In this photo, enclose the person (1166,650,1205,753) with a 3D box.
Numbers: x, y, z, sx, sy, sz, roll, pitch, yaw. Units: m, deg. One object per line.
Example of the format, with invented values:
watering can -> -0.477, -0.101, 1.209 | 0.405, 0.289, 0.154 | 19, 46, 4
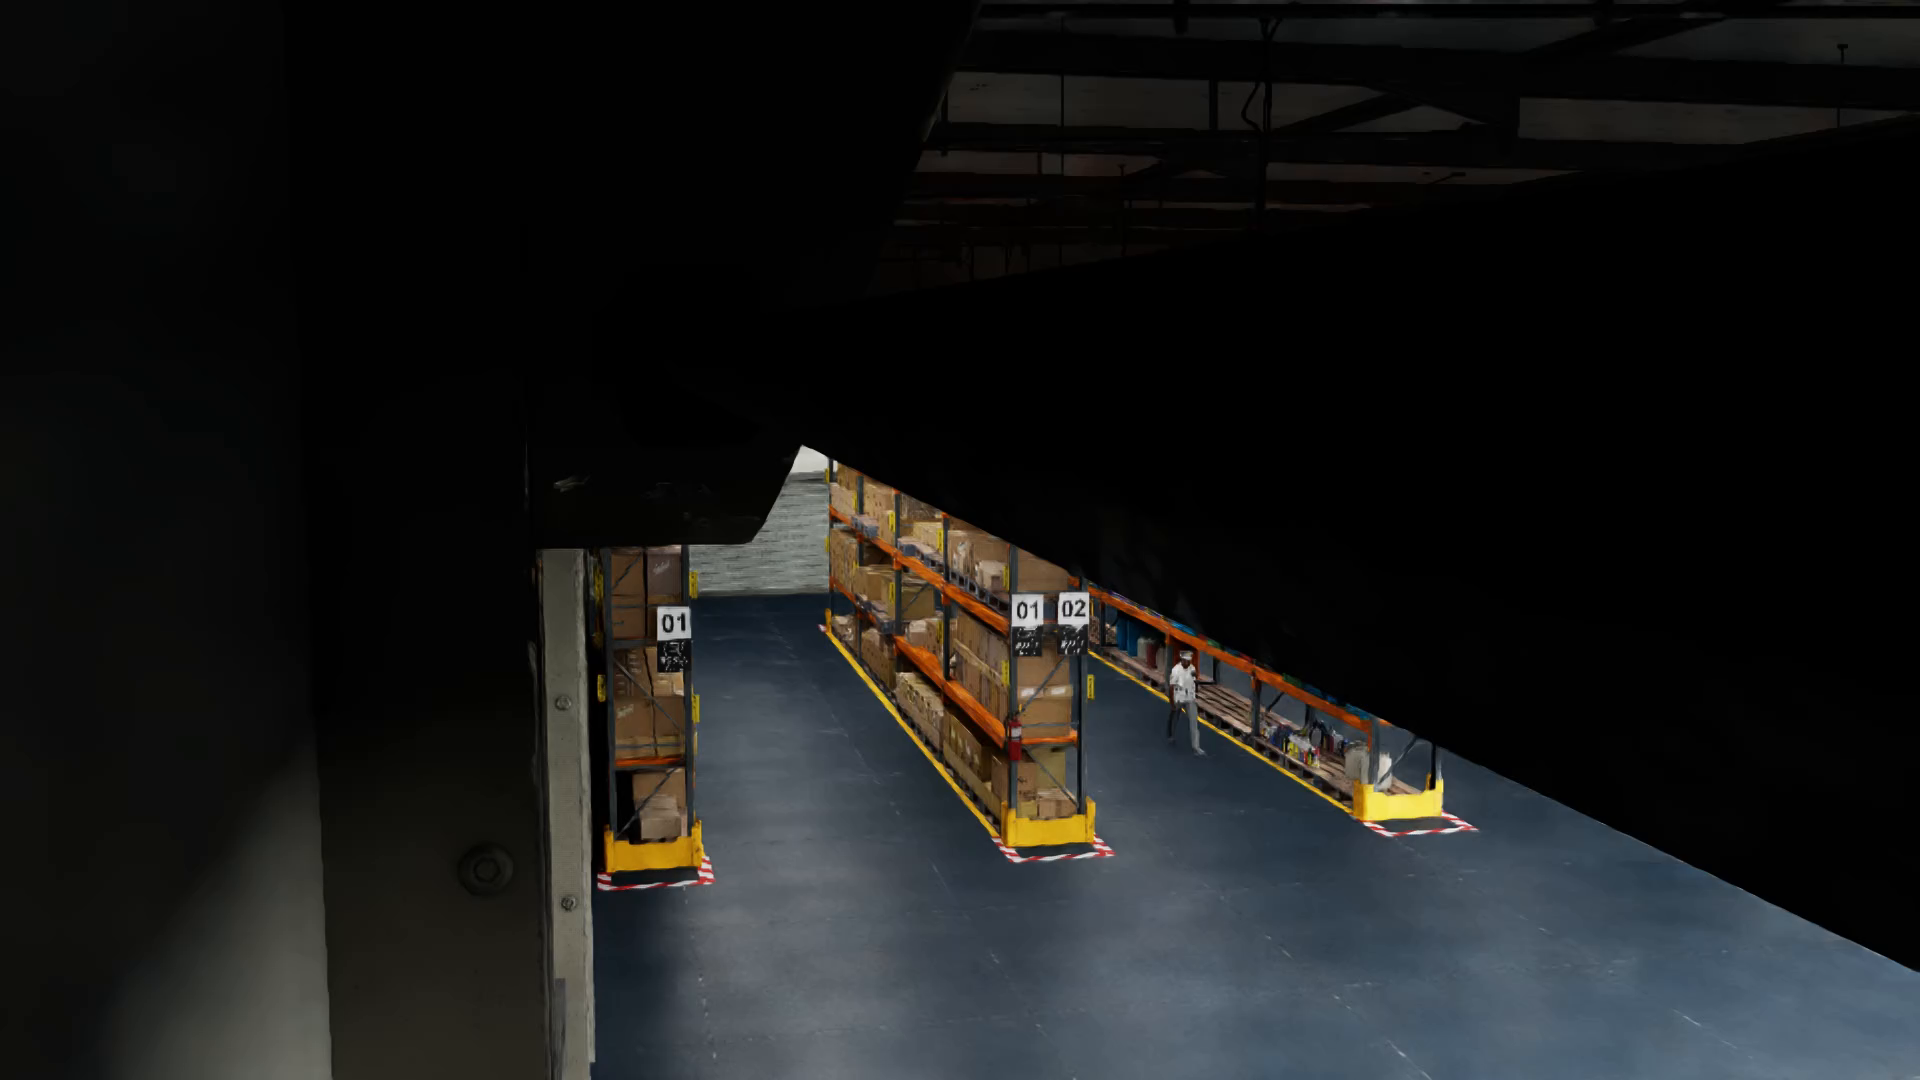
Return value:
person -> 3.464, 2.469, 25.792 | 0.456, 1.589, 1.088 | -1, 7, -10
